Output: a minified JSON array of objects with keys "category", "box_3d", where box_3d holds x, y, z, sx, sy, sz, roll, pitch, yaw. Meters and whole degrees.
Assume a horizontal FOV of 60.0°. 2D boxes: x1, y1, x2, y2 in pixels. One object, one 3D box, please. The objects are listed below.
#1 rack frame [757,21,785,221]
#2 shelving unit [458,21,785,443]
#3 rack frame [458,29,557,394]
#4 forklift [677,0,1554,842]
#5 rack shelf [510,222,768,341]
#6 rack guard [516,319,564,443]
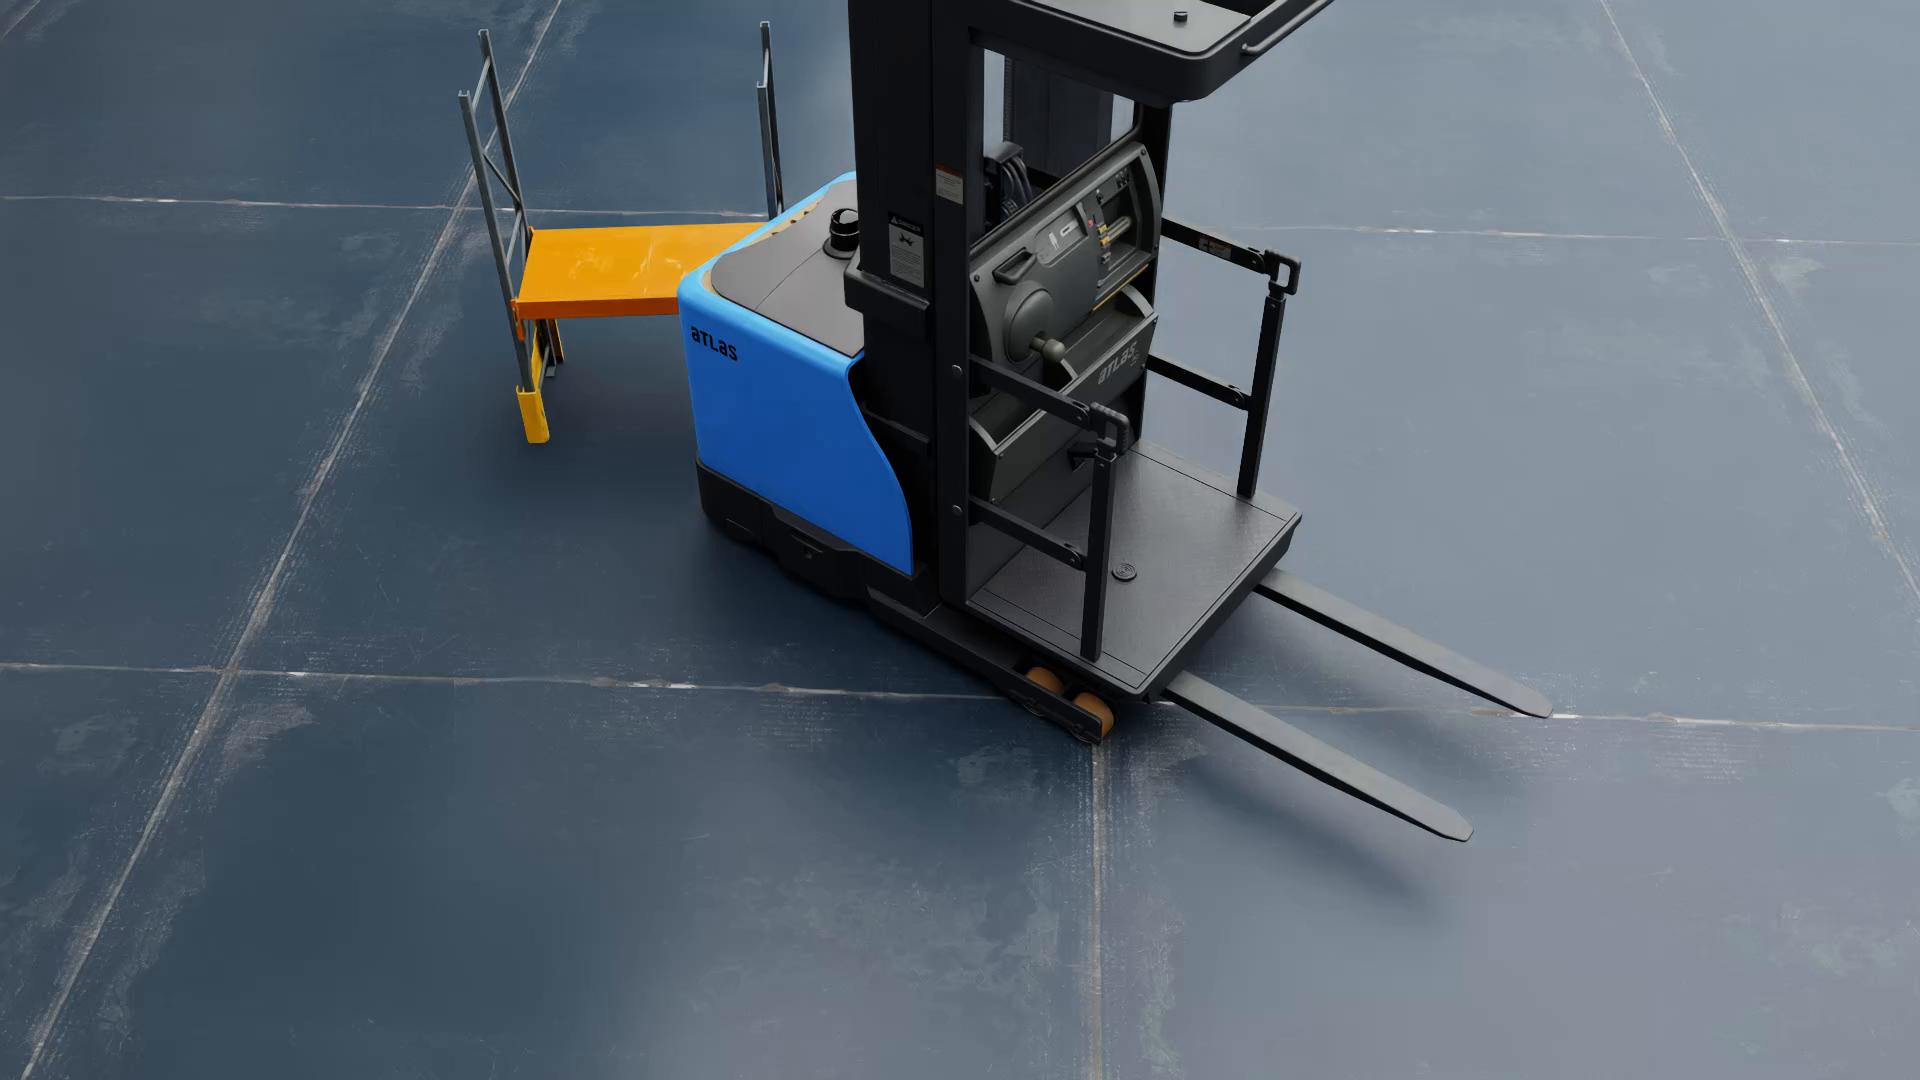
[{"category":"rack frame","box_3d":[-0.699,-1.179,6.415,0.032,1.500,0.500,-2,43,-3]},{"category":"shelving unit","box_3d":[-1.215,-1.157,6.392,1.083,1.500,0.587,-2,43,-3]},{"category":"rack frame","box_3d":[-1.713,-1.136,6.369,0.032,1.500,0.500,-2,43,-3]},{"category":"forklift","box_3d":[0.503,-0.813,4.973,3.031,2.935,1.130,27,49,26]},{"category":"rack shelf","box_3d":[-1.206,-1.026,6.515,1.000,0.185,0.538,-2,43,-3]},{"category":"rack guard","box_3d":[-1.712,-0.679,6.796,0.087,0.250,0.587,-2,43,-3]}]
